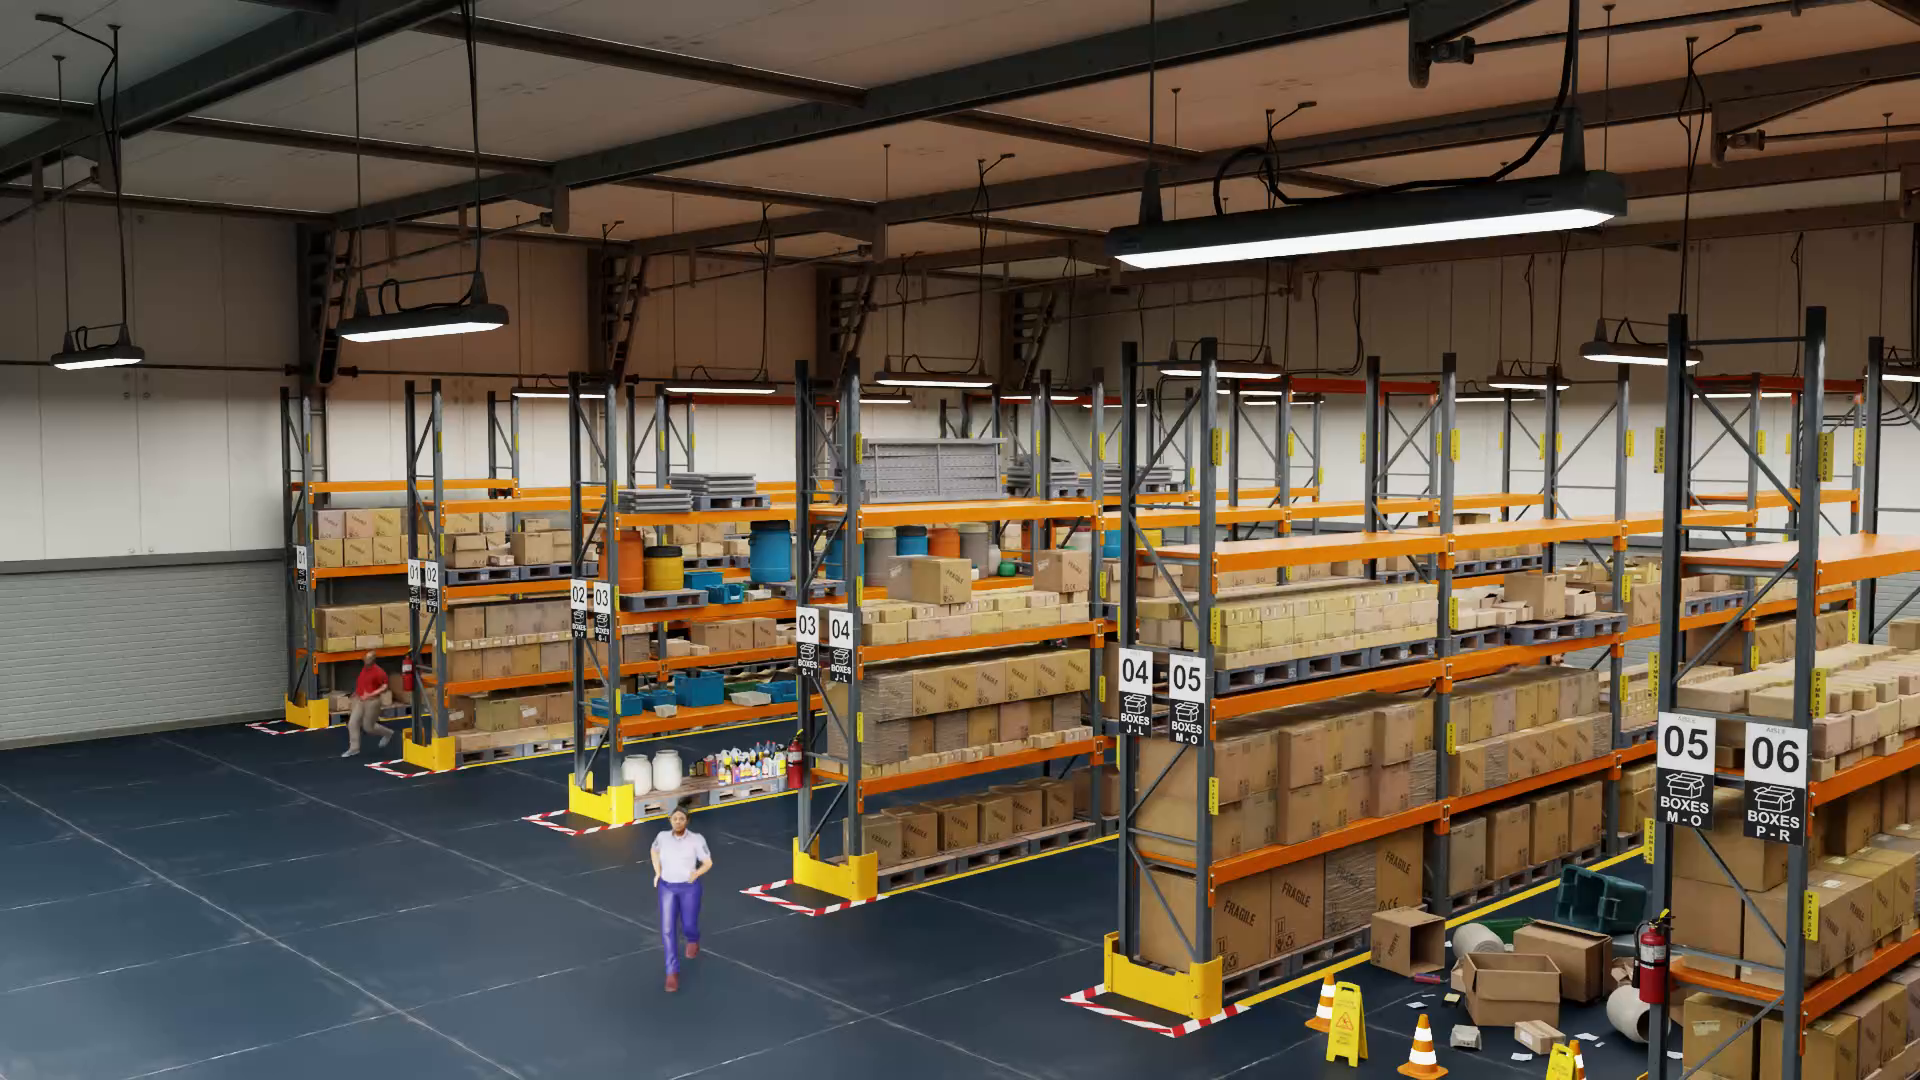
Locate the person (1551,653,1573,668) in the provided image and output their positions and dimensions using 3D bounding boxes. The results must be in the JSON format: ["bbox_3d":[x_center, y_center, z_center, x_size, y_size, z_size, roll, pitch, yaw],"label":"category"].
[{"bbox_3d":[9.727,2.614,27.093,0.742,1.718,0.550,-4,5,-44],"label":"person"}]

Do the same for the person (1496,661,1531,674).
[{"bbox_3d":[8.641,2.615,25.901,0.692,1.841,0.842,4,5,45],"label":"person"}]

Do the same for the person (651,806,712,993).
[{"bbox_3d":[-2.652,3.388,15.781,0.608,1.568,0.903,0,4,-1],"label":"person"}]

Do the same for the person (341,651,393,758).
[{"bbox_3d":[-9.453,2.622,26.668,0.713,1.700,0.829,2,4,34],"label":"person"}]
